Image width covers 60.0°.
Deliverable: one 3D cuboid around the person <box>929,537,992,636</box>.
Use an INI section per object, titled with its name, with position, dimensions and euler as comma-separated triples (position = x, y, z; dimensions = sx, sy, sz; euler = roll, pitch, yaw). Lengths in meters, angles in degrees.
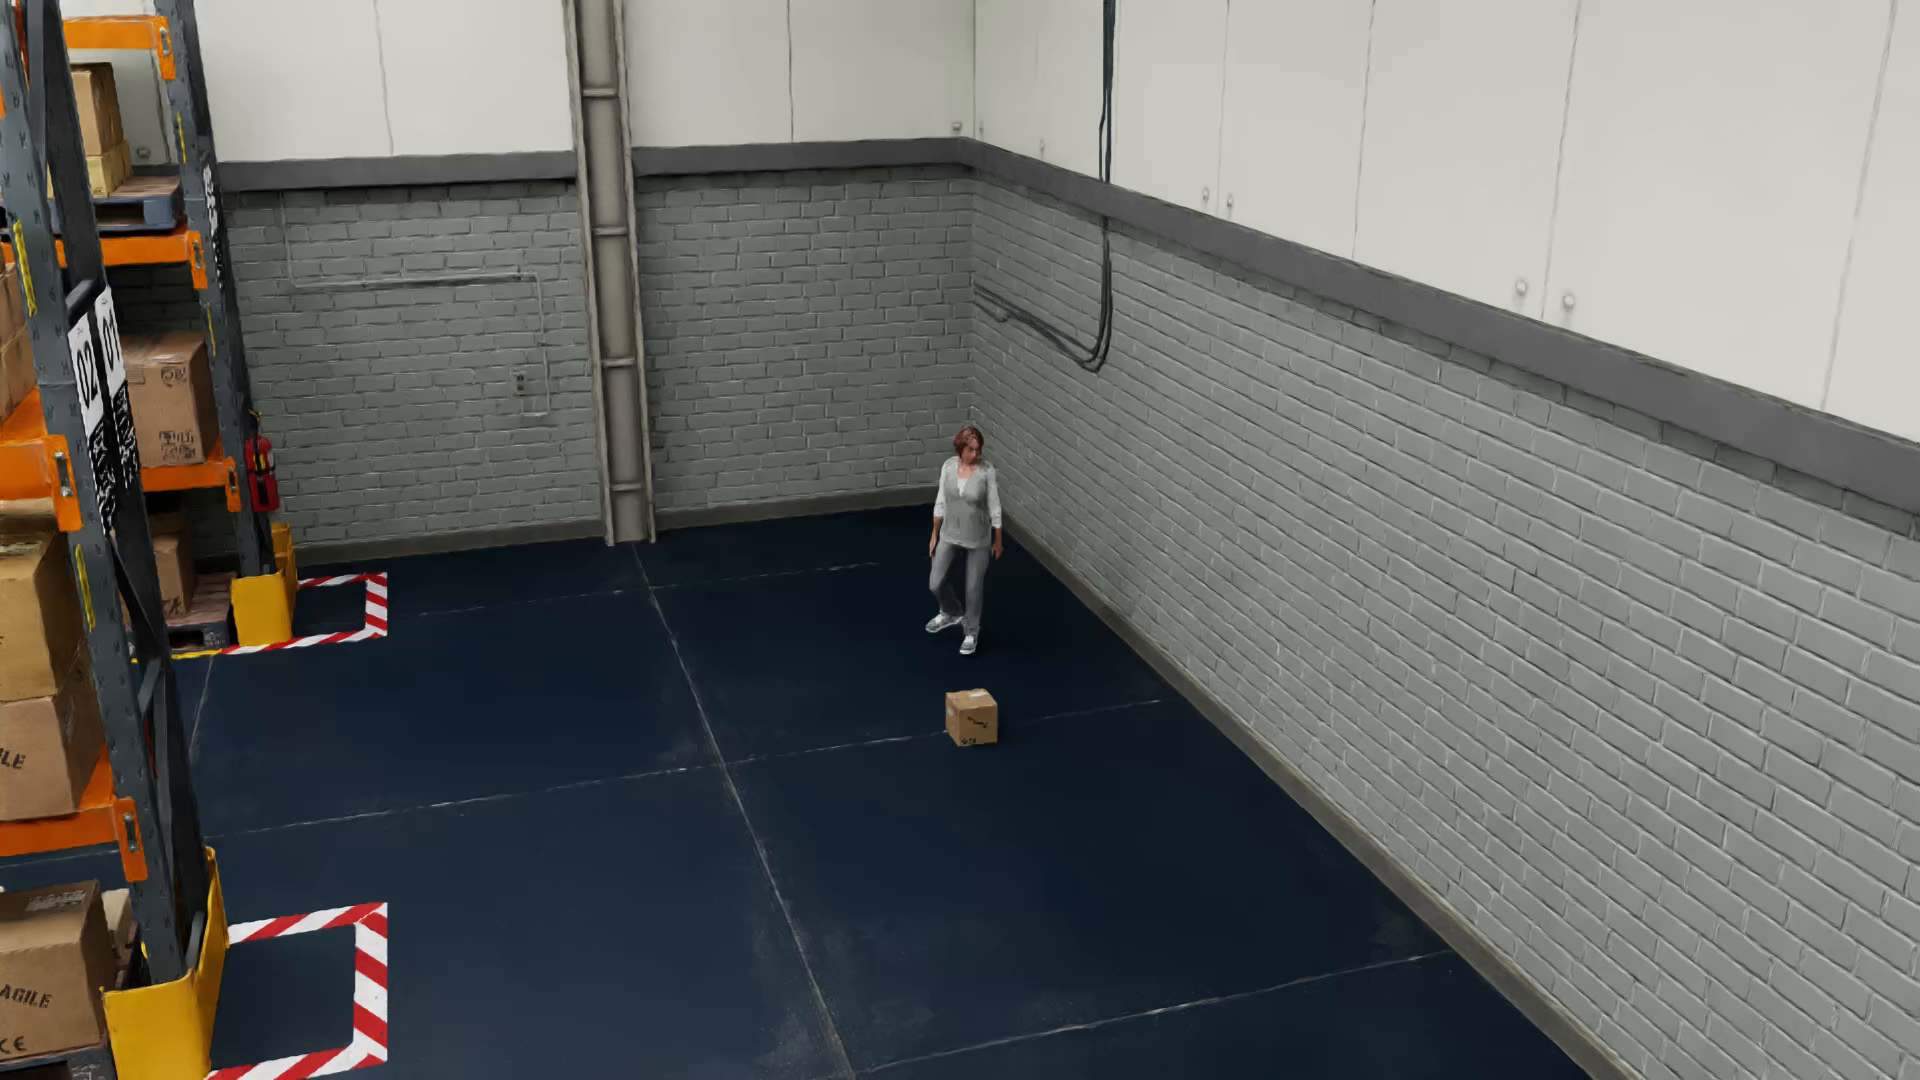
[person]
position = 0.021, 0.259, 11.168
dimensions = 0.400, 0.876, 0.380
euler = 7, 21, 18
